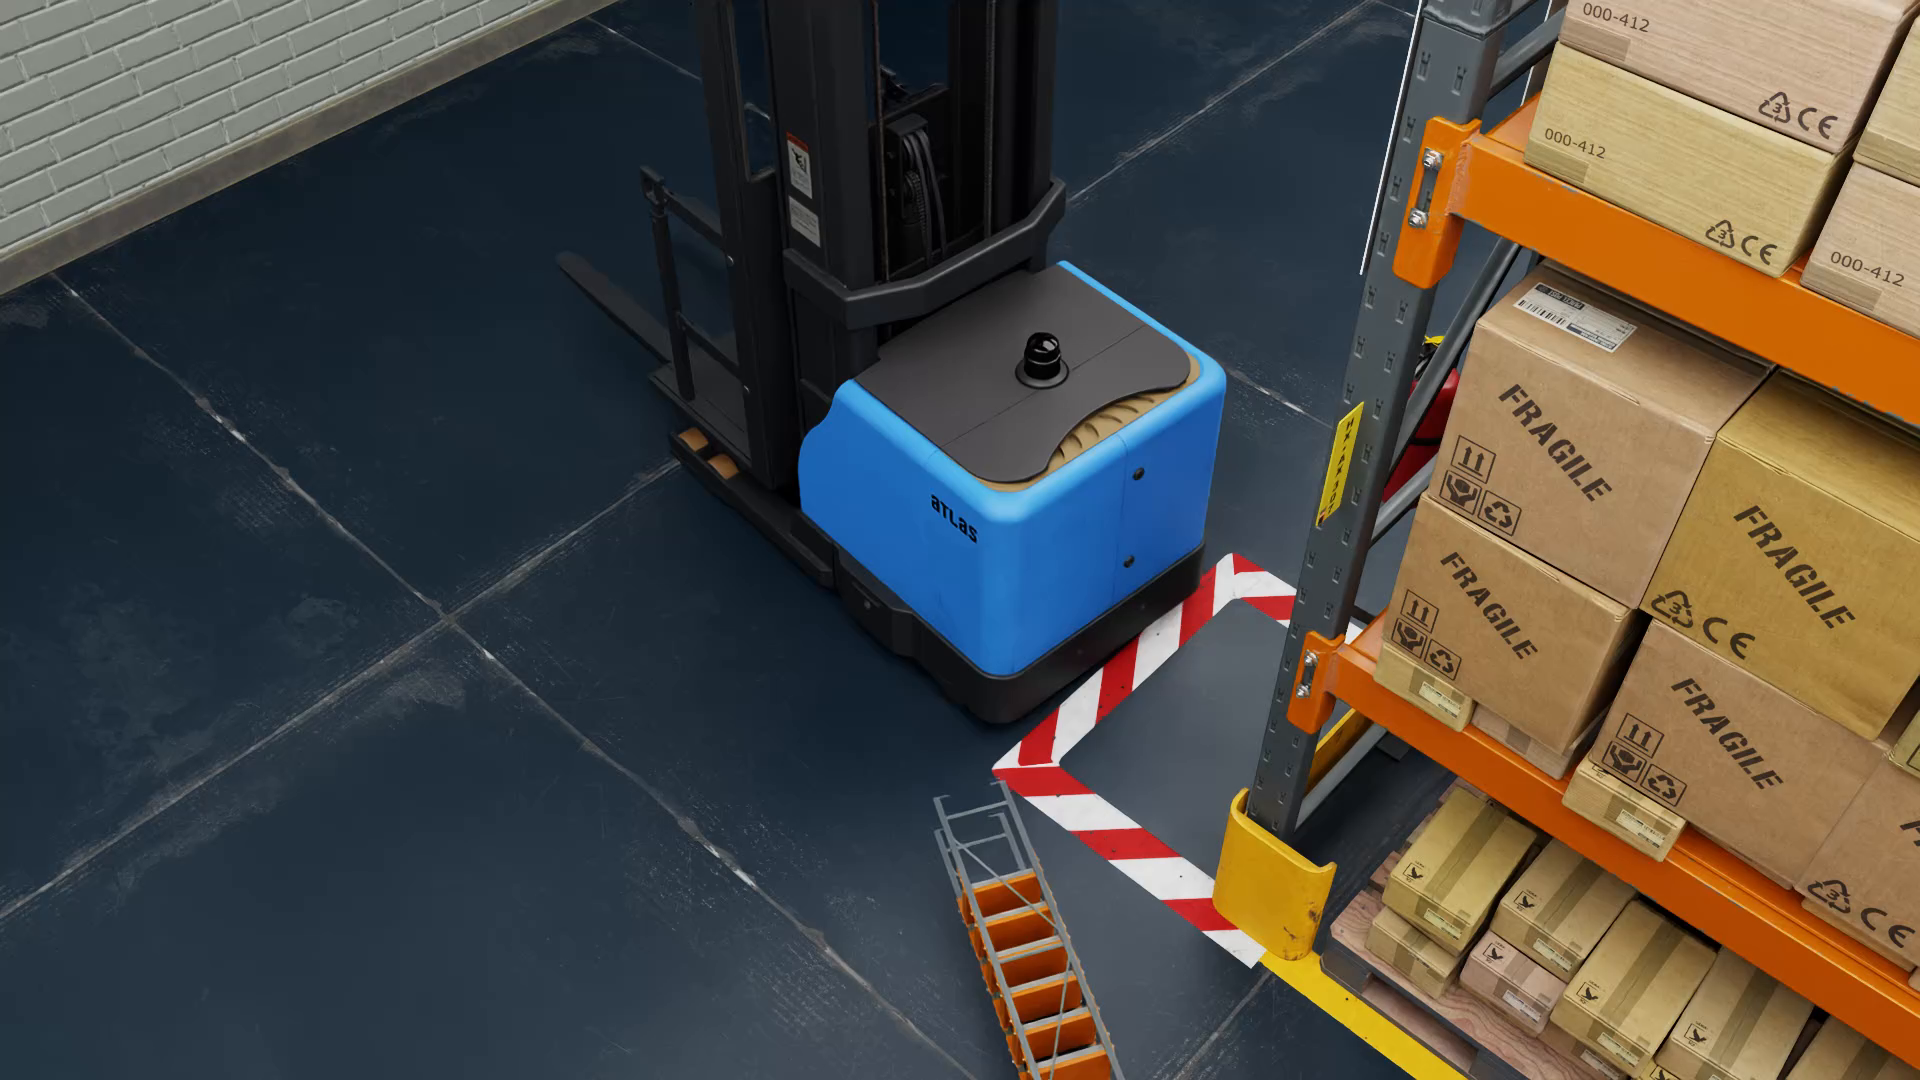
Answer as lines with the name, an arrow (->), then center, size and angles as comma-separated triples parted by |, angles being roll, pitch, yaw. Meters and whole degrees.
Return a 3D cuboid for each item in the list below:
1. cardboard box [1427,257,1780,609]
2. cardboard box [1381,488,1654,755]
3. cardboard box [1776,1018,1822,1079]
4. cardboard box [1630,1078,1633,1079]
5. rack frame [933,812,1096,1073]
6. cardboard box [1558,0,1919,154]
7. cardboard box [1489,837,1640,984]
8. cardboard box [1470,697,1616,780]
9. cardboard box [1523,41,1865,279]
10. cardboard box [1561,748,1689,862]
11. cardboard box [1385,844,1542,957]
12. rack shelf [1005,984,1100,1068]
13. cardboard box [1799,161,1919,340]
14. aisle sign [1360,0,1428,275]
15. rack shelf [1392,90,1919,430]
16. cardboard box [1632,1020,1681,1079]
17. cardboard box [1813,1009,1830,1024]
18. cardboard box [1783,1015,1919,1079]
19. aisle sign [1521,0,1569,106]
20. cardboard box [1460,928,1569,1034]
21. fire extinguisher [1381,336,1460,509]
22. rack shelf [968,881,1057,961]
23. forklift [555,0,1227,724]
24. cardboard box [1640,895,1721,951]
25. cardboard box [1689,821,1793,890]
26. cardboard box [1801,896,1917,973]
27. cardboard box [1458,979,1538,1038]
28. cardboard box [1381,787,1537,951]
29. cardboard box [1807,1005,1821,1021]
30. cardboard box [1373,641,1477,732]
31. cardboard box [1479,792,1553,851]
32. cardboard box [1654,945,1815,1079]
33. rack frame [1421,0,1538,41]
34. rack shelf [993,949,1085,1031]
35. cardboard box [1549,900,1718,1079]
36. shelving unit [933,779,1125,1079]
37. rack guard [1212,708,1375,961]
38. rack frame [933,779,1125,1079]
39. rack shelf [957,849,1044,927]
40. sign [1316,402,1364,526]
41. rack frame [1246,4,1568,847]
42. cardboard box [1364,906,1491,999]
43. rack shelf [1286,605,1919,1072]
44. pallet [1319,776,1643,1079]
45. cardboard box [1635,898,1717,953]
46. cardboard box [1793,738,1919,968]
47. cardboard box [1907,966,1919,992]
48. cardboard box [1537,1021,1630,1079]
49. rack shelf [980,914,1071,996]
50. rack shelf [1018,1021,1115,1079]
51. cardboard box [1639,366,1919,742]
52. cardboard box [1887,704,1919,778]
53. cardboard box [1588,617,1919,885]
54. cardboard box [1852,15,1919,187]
cardboard box -> 1.377, -0.278, 3.495 | 0.500, 0.500, 0.500 | 34, 55, 27
cardboard box -> 1.369, 0.070, 3.854 | 0.500, 0.500, 0.500 | -36, 56, -29
cardboard box -> 2.215, 1.468, 4.278 | 0.250, 0.149, 0.380 | 31, 54, 26
cardboard box -> 1.943, 1.489, 4.462 | 0.250, 0.149, 0.380 | 35, 56, 28
rack frame -> 0.207, 1.330, 4.994 | 0.240, 0.006, 1.200 | -13, 48, -12
cardboard box -> 1.380, -0.949, 2.786 | 0.500, 0.250, 0.500 | 35, 56, 28
cardboard box -> 1.666, 0.978, 4.534 | 0.250, 0.149, 0.380 | 35, 56, 28
cardboard box -> 1.458, 0.362, 4.025 | 0.250, 0.149, 0.380 | 36, 56, 29
cardboard box -> 1.383, -0.780, 2.970 | 0.500, 0.250, 0.500 | 36, 56, 29
cardboard box -> 1.619, 0.523, 3.873 | 0.250, 0.149, 0.380 | 32, 55, 27
cardboard box -> 1.438, 0.963, 4.752 | 0.380, 0.149, 0.250 | -36, 56, -29
rack shelf -> 0.266, 1.403, 4.799 | 0.258, 0.180, 0.103 | -13, 48, -12
cardboard box -> 1.767, -0.518, 2.724 | 0.500, 0.250, 0.500 | 36, 56, 29
aisle sign -> 0.970, -0.929, 3.282 | 0.004, 0.787, 0.394 | 34, 55, 28
rack shelf -> 2.696, 0.045, 2.587 | 4.000, 0.370, 1.077 | 34, 55, 28
cardboard box -> 1.955, 1.387, 4.353 | 0.250, 0.149, 0.380 | 36, 56, 29
cardboard box -> 2.569, 1.274, 4.664 | 0.250, 0.149, 0.380 | 32, 54, 26
cardboard box -> 2.200, 1.391, 4.146 | 0.250, 0.149, 0.380 | 36, 56, 29
aisle sign -> 1.377, -1.251, 3.583 | 0.004, 0.787, 0.394 | 34, 55, 28
cardboard box -> 1.601, 1.129, 4.596 | 0.250, 0.149, 0.380 | 34, 55, 28
fire extinguisher -> 1.355, -0.382, 4.859 | 0.183, 0.674, 0.296 | 34, 55, 28
rack shelf -> 0.158, 1.153, 5.035 | 0.258, 0.180, 0.103 | -13, 48, -12
forklift -> -0.479, -1.388, 5.543 | 1.130, 2.935, 3.031 | -33, 55, -27
cardboard box -> 2.148, 1.066, 4.859 | 0.250, 0.149, 0.380 | 34, 55, 28
cardboard box -> 1.902, 0.578, 3.822 | 0.380, 0.149, 0.250 | -36, 56, -29
cardboard box -> 2.085, 0.725, 3.684 | 0.250, 0.149, 0.380 | 33, 55, 27
cardboard box -> 1.643, 1.184, 4.748 | 0.250, 0.149, 0.380 | 34, 55, 28
cardboard box -> 1.381, 0.906, 4.601 | 0.250, 0.149, 0.380 | 32, 54, 26
cardboard box -> 2.319, 1.119, 4.606 | 0.250, 0.149, 0.380 | 33, 55, 27
cardboard box -> 1.242, 0.258, 4.123 | 0.250, 0.149, 0.380 | 34, 55, 27
cardboard box -> 1.755, 0.817, 5.093 | 0.250, 0.149, 0.380 | 35, 56, 28
cardboard box -> 2.002, 1.249, 4.279 | 0.250, 0.149, 0.380 | 31, 54, 26
rack frame -> 1.227, -2.217, 2.159 | 0.127, 3.000, 1.000 | 34, 55, 28
rack shelf -> 0.230, 1.320, 4.878 | 0.258, 0.180, 0.103 | -13, 48, -12
cardboard box -> 1.764, 1.171, 4.353 | 0.250, 0.149, 0.380 | 34, 55, 28
shelving unit -> 0.207, 1.267, 4.927 | 0.258, 0.189, 1.200 | -13, 48, -12
rack guard -> 1.283, 0.729, 5.222 | 0.348, 0.500, 1.175 | 34, 55, 28
rack frame -> 0.207, 1.205, 4.861 | 0.240, 0.006, 1.200 | -13, 48, -12
rack shelf -> 0.123, 1.069, 5.113 | 0.258, 0.180, 0.103 | -13, 48, -12
sign -> 0.859, -0.169, 3.758 | 0.005, 0.325, 0.100 | 34, 55, 28
rack frame -> 1.227, -0.164, 4.346 | 0.127, 3.000, 1.000 | 34, 55, 28
cardboard box -> 1.395, 1.099, 4.828 | 0.250, 0.149, 0.380 | 35, 56, 28
rack shelf -> 2.696, 1.071, 3.680 | 4.000, 0.370, 1.077 | 34, 55, 28
pallet -> 1.856, 1.249, 4.933 | 1.213, 0.211, 1.003 | 34, 55, 28
cardboard box -> 1.840, 1.202, 4.527 | 0.250, 0.149, 0.380 | 35, 56, 28
cardboard box -> 2.131, 0.570, 3.385 | 0.500, 0.500, 0.500 | 35, 56, 28
cardboard box -> 2.247, 0.862, 3.555 | 0.250, 0.149, 0.380 | 33, 55, 27
cardboard box -> 1.830, 1.303, 4.636 | 0.250, 0.149, 0.380 | 35, 56, 28
rack shelf -> 0.194, 1.236, 4.956 | 0.258, 0.180, 0.103 | -13, 48, -12
rack shelf -> 0.301, 1.487, 4.721 | 0.258, 0.180, 0.103 | -13, 48, -12
cardboard box -> 1.752, -0.032, 3.264 | 0.500, 0.500, 0.500 | 36, 56, 29
cardboard box -> 2.119, 0.237, 3.011 | 0.500, 0.500, 0.500 | 33, 55, 27
cardboard box -> 1.780, 0.321, 3.618 | 0.500, 0.500, 0.500 | 34, 55, 28
cardboard box -> 1.757, -0.697, 2.549 | 0.500, 0.250, 0.500 | 33, 55, 27
